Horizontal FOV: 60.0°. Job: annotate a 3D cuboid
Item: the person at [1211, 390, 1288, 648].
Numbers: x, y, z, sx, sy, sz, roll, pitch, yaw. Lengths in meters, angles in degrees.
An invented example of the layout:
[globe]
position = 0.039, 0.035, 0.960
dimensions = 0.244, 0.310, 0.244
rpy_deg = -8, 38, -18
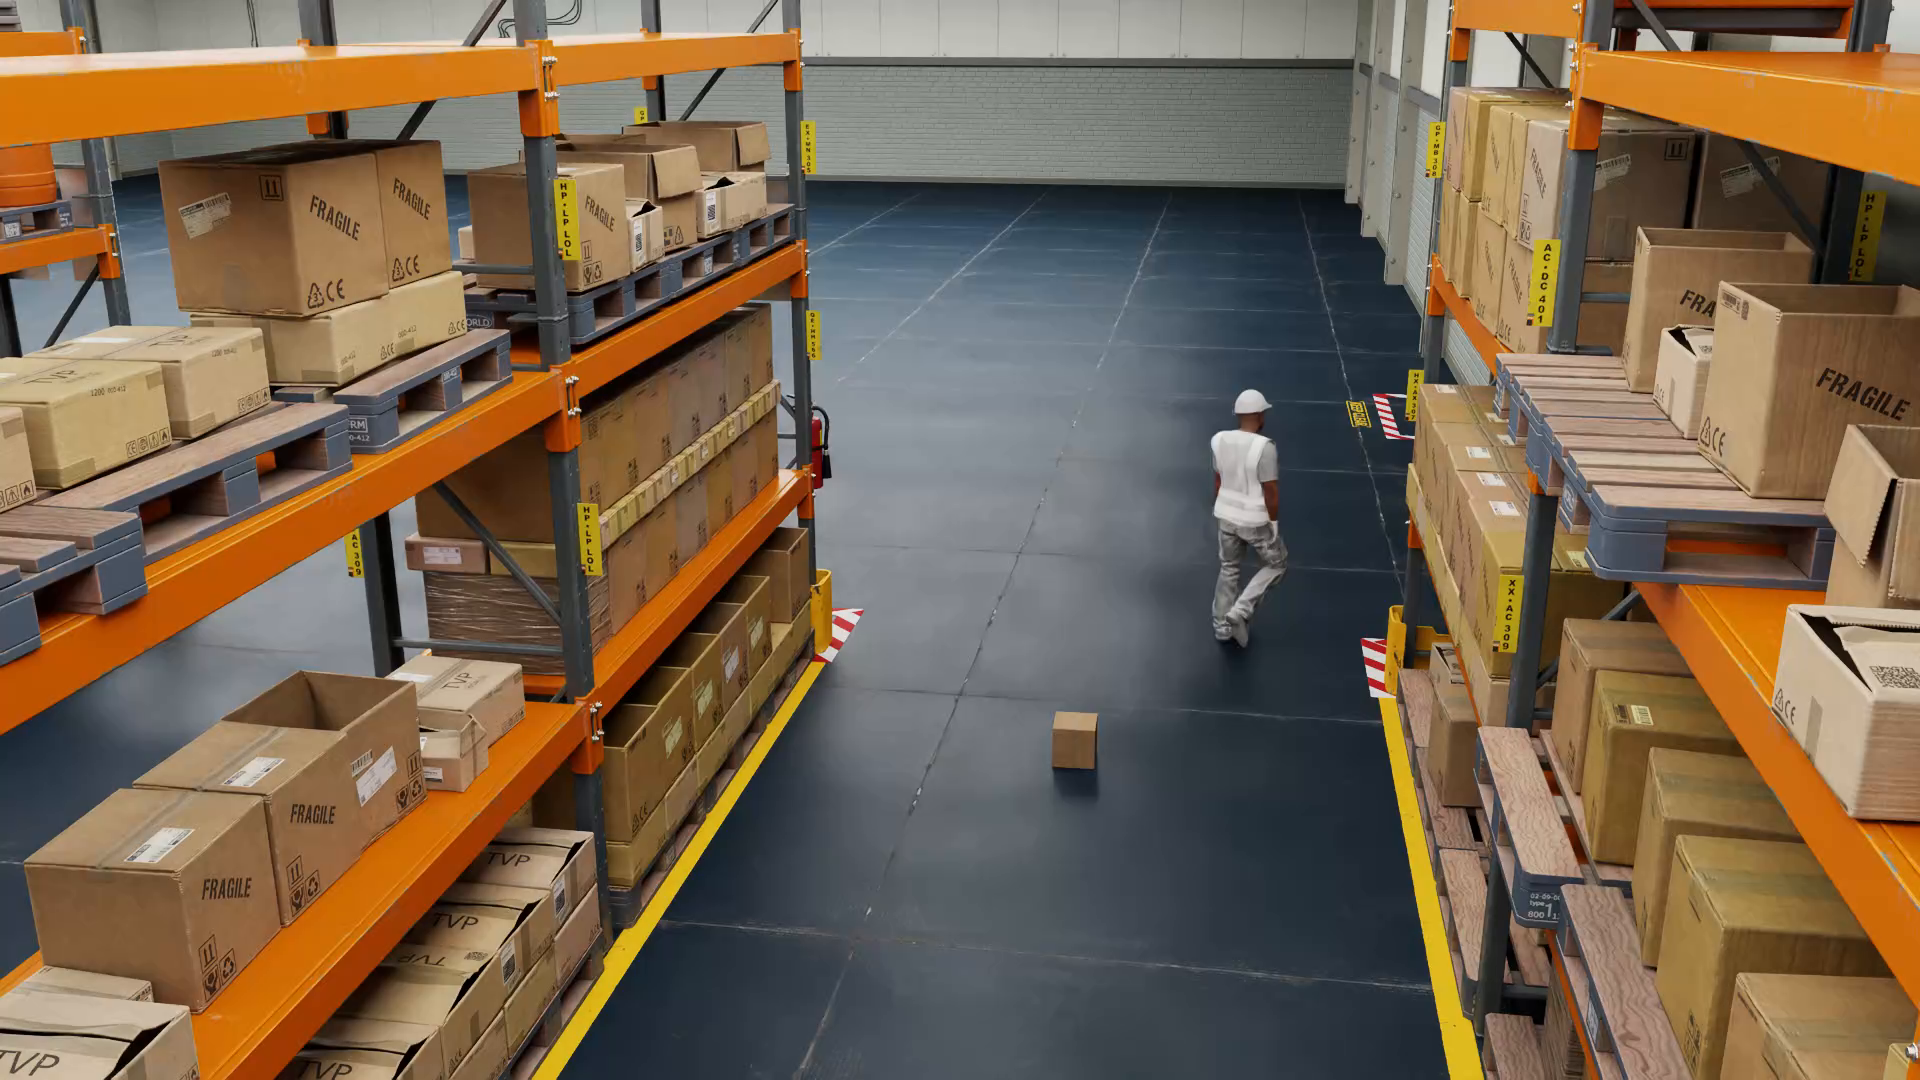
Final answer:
[person]
position = 1.950, -0.145, 11.387
dimensions = 0.494, 1.777, 0.599
rpy_deg = -16, 24, -41
